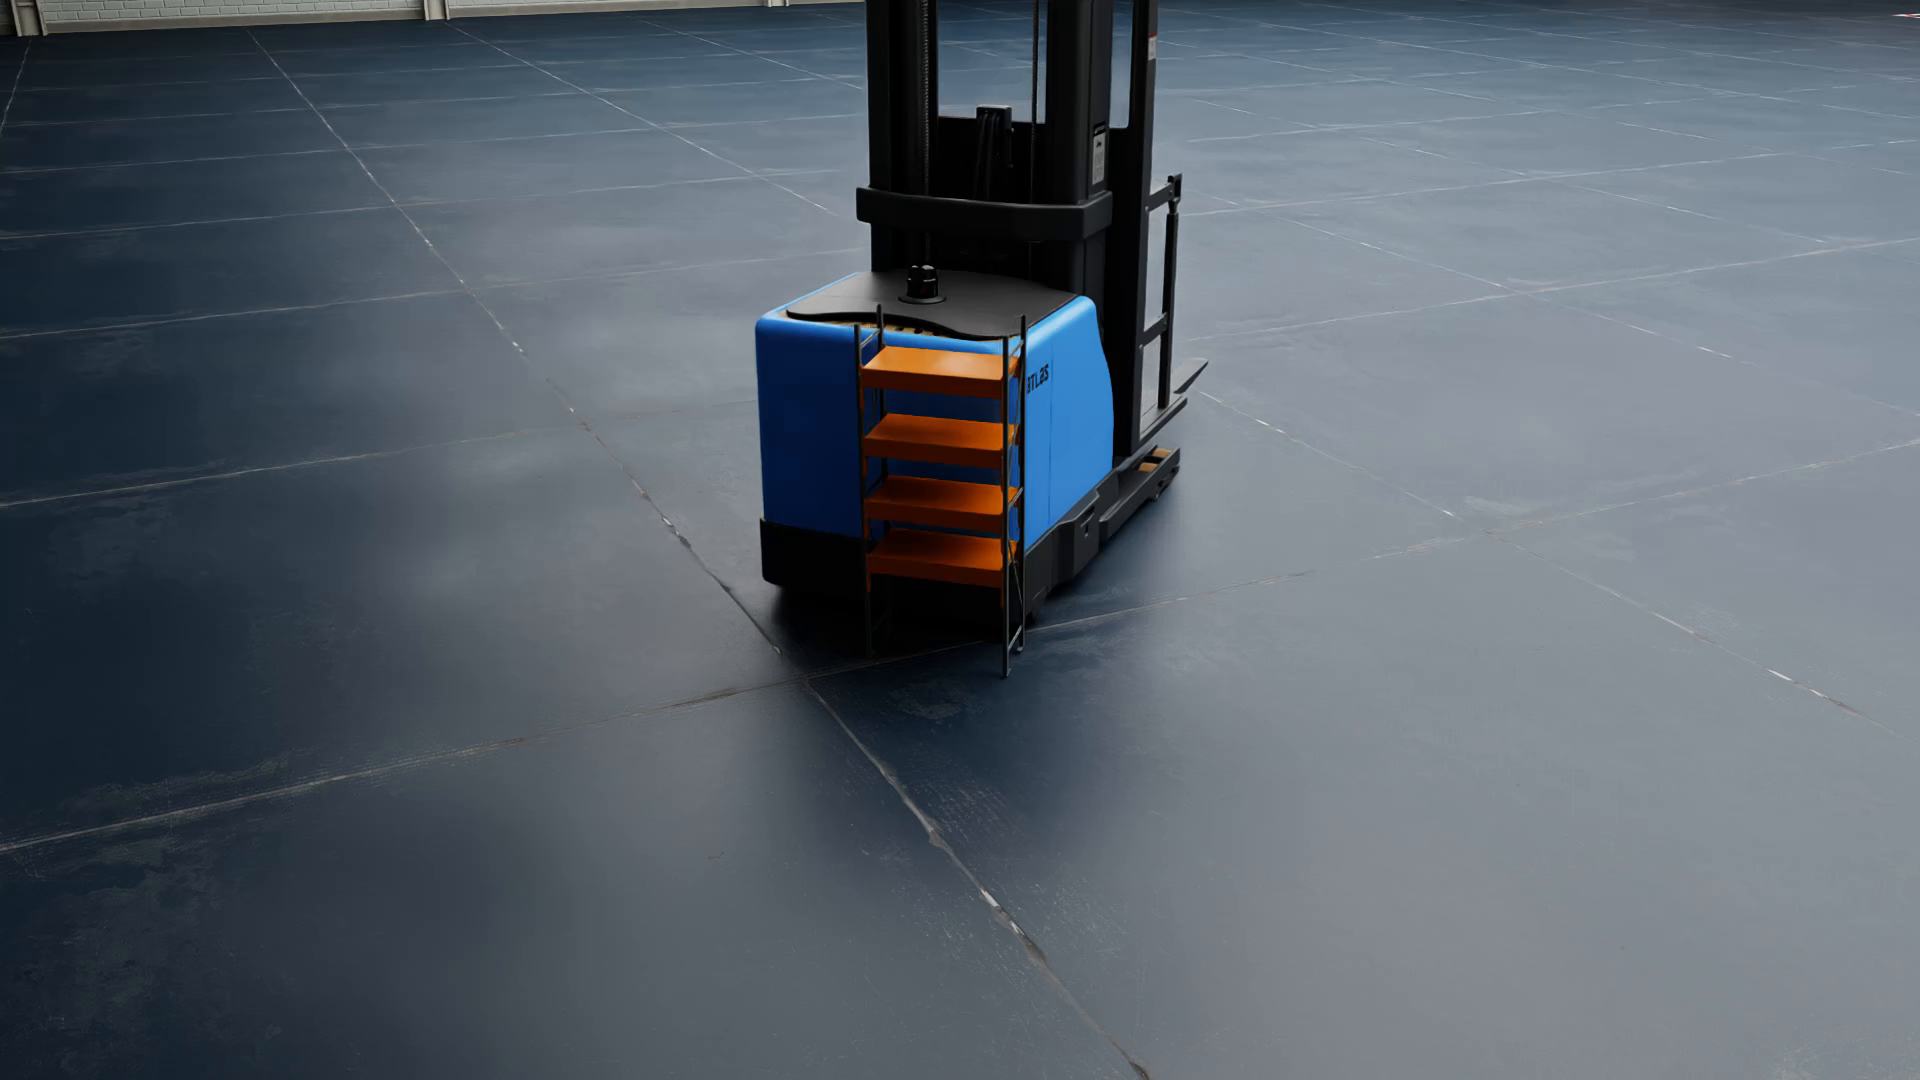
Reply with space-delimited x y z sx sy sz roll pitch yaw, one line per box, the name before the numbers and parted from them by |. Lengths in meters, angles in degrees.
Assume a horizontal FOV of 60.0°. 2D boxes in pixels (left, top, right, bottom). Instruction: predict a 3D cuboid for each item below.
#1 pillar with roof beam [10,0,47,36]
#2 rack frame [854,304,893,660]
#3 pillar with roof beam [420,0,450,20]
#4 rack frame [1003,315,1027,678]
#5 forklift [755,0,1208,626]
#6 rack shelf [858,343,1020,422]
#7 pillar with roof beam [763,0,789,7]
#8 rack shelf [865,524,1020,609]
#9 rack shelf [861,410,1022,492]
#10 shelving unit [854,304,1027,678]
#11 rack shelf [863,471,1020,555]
pillar with roof beam | -12.289 -10.386 20.074 0.400 9.000 9.100 -10 25 -24
rack frame | -0.289 -0.182 5.609 0.015 1.200 0.240 6 25 15
pillar with roof beam | -6.883 -11.381 22.479 0.400 9.000 9.100 -10 25 -24
rack frame | 0.179 -0.129 5.481 0.015 1.200 0.240 6 25 15
forklift | 0.323 -1.583 6.743 1.130 2.935 3.031 10 24 22
rack shelf | -0.059 -0.513 5.383 0.480 0.148 0.258 6 25 15
pillar with roof beam | -1.476 -12.376 24.883 0.400 9.000 9.100 -10 25 -24
rack shelf | -0.052 0.087 5.654 0.480 0.148 0.258 6 25 15
rack shelf | -0.056 -0.298 5.480 0.480 0.148 0.258 6 25 15
shelving unit | -0.055 -0.155 5.545 0.503 1.200 0.258 6 25 15
rack shelf | -0.054 -0.094 5.573 0.480 0.148 0.258 6 25 15
